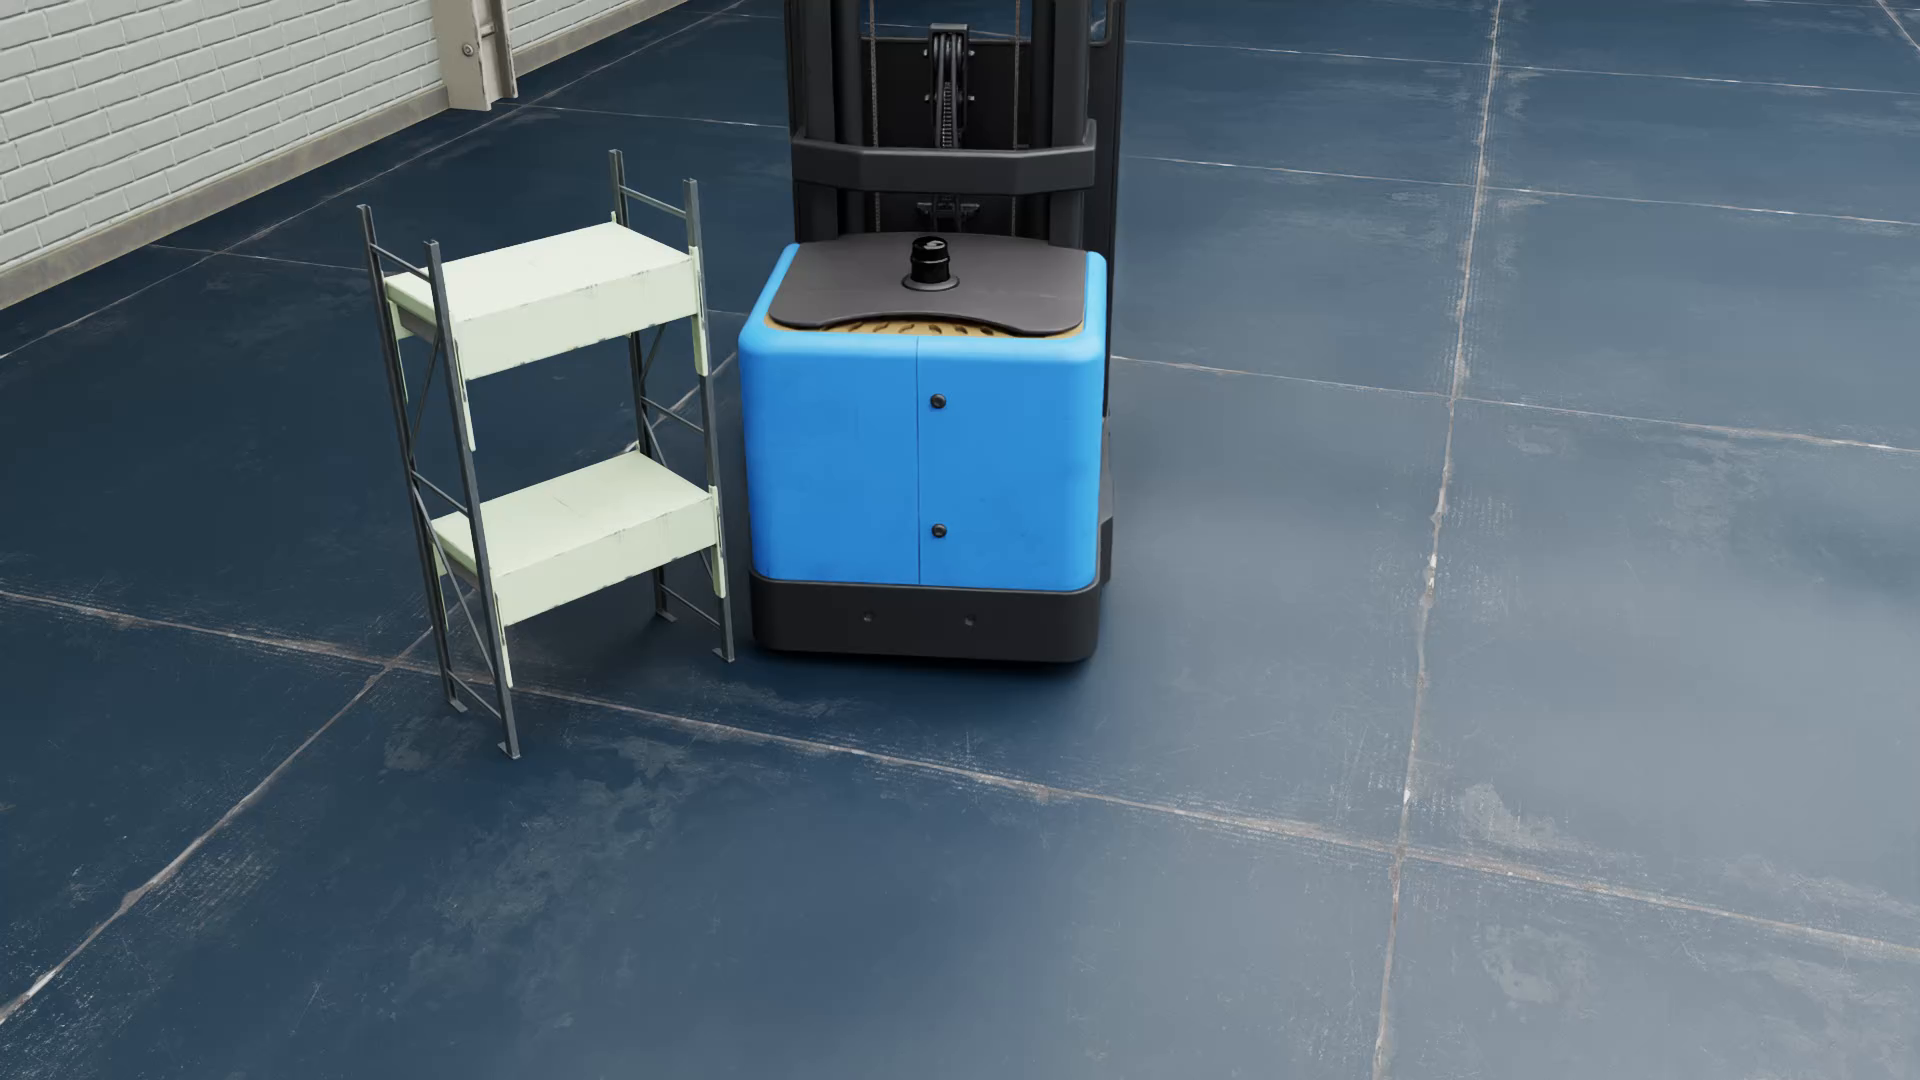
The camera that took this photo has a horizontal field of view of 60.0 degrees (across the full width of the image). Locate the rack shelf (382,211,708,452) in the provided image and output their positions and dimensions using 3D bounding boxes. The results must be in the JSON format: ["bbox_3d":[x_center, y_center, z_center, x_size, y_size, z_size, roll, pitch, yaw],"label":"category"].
[{"bbox_3d":[-1.102,-0.575,4.438,0.720,0.370,0.431,-24,37,-36],"label":"rack shelf"}]

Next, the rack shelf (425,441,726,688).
[{"bbox_3d":[-1.102,0.051,4.786,0.720,0.370,0.431,-24,37,-36],"label":"rack shelf"}]

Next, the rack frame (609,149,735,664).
[{"bbox_3d":[-0.831,-0.353,4.843,0.023,1.500,0.400,-24,37,-36],"label":"rack frame"}]

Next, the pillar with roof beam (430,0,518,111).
[{"bbox_3d":[0.977,-6.198,7.635,9.100,9.000,0.400,8,30,15],"label":"pillar with roof beam"}]

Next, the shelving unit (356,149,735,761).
[{"bbox_3d":[-1.102,-0.234,4.628,0.755,1.500,0.431,-24,37,-36],"label":"shelving unit"}]

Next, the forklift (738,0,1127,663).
[{"bbox_3d":[0.004,-1.603,5.616,1.130,2.935,3.031,2,29,4],"label":"forklift"}]

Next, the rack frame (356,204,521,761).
[{"bbox_3d":[-1.373,-0.114,4.413,0.023,1.500,0.400,-24,37,-36],"label":"rack frame"}]
